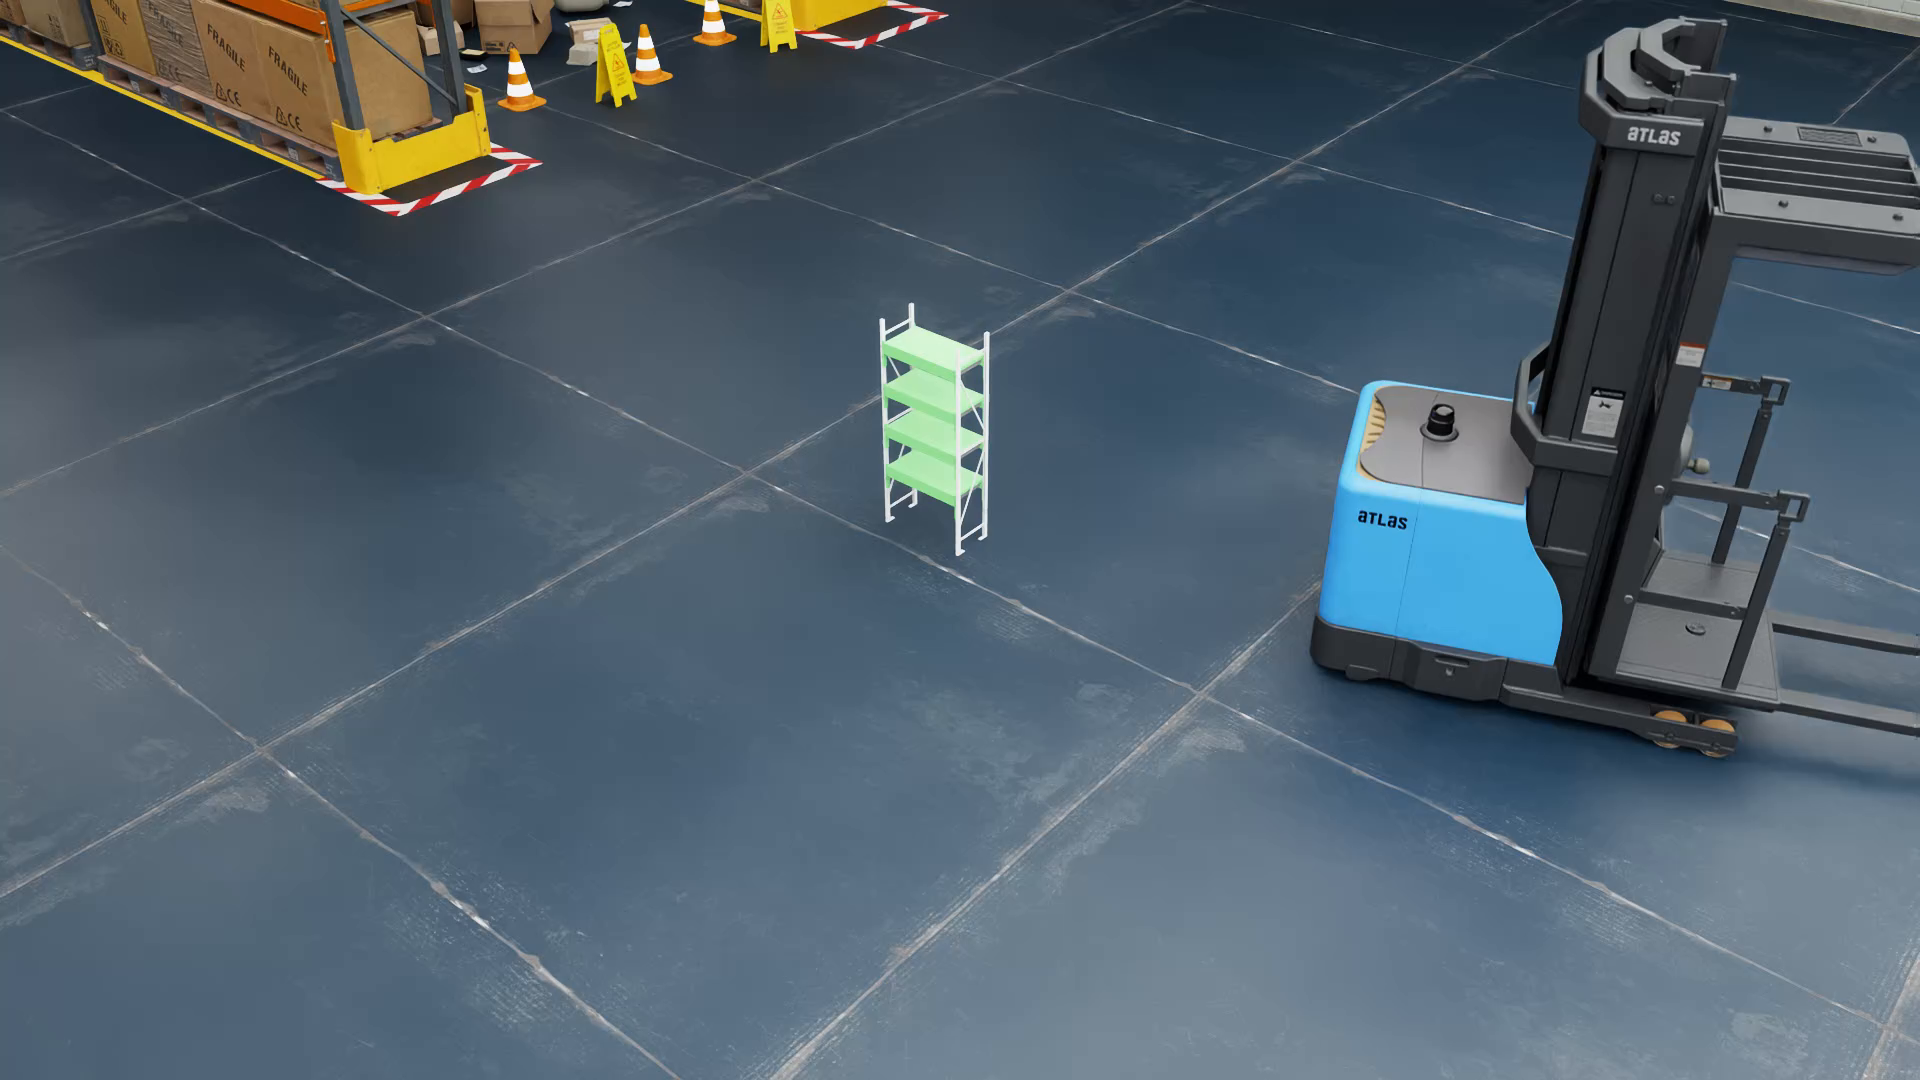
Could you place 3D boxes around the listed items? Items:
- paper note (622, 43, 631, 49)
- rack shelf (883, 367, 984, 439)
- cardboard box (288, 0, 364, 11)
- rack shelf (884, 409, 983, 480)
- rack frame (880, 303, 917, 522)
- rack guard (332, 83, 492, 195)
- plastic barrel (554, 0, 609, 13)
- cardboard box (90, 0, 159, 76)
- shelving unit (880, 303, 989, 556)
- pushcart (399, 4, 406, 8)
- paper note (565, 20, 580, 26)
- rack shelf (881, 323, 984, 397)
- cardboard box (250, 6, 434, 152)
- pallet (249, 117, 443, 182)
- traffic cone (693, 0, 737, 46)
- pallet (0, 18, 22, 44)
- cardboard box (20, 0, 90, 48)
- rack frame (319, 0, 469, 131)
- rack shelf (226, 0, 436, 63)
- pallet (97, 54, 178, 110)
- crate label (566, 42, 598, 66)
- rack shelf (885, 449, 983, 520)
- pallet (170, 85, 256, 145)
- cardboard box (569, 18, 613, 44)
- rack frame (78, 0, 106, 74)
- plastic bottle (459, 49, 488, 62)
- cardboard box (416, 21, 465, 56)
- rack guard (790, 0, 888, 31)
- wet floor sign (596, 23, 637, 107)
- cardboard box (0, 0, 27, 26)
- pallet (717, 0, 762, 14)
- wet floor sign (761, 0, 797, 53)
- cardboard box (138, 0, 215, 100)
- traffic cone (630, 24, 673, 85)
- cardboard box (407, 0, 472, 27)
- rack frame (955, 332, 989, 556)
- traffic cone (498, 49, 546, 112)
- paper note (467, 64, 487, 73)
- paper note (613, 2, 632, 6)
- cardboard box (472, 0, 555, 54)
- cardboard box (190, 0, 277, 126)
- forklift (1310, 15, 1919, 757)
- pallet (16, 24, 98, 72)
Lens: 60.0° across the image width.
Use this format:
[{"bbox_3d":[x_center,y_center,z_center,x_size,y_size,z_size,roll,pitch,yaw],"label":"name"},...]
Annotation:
[{"bbox_3d":[-3.140,-4.589,15.405,0.142,0.019,0.148,12,36,16],"label":"paper note"},{"bbox_3d":[-0.127,-0.700,8.398,0.480,0.148,0.258,25,42,32],"label":"rack shelf"},{"bbox_3d":[-4.544,-4.322,12.262,0.550,0.550,0.875,25,42,32],"label":"cardboard box"},{"bbox_3d":[-0.127,-0.502,8.534,0.480,0.148,0.258,25,42,32],"label":"rack shelf"},{"bbox_3d":[-0.315,-0.643,8.626,0.015,1.200,0.240,25,42,32],"label":"rack frame"},{"bbox_3d":[-4.211,-3.107,12.832,0.348,0.500,1.175,25,42,32],"label":"rack guard"},{"bbox_3d":[-3.696,-5.364,16.186,0.512,0.421,0.421,-6,35,-8],"label":"plastic barrel"},{"bbox_3d":[-6.865,-4.634,14.354,0.875,0.875,0.875,26,42,32],"label":"cardboard box"},{"bbox_3d":[-0.127,-0.555,8.498,0.503,1.200,0.258,25,42,32],"label":"shelving unit"},{"bbox_3d":[-5.634,-5.694,16.708,0.936,0.377,1.648,12,36,16],"label":"pushcart"},{"bbox_3d":[-3.697,-4.957,15.951,0.148,0.019,0.142,-18,38,-25],"label":"paper note"},{"bbox_3d":[-0.127,-0.898,8.262,0.480,0.148,0.258,25,42,32],"label":"rack shelf"},{"bbox_3d":[-4.793,-3.660,12.936,0.875,0.875,0.875,26,42,32],"label":"cardboard box"},{"bbox_3d":[-4.894,-3.252,13.299,1.213,0.211,1.003,25,42,32],"label":"pallet"},{"bbox_3d":[-2.296,-4.885,15.454,0.334,0.463,0.336,25,42,32],"label":"traffic cone"},{"bbox_3d":[-8.887,-5.134,16.039,1.213,0.211,1.003,25,42,32],"label":"pallet"},{"bbox_3d":[-7.838,-5.026,15.035,0.750,0.750,1.050,25,42,32],"label":"cardboard box"},{"bbox_3d":[-4.229,-4.146,12.137,0.127,3.000,1.000,25,42,32],"label":"rack frame"},{"bbox_3d":[-5.766,-4.574,13.396,4.000,0.370,1.077,25,42,32],"label":"rack shelf"},{"bbox_3d":[-6.769,-4.136,14.586,1.213,0.211,1.003,25,42,32],"label":"pallet"},{"bbox_3d":[-3.389,-4.402,15.039,0.298,0.136,0.250,6,35,8],"label":"crate label"},{"bbox_3d":[-0.127,-0.304,8.670,0.480,0.148,0.258,25,42,32],"label":"rack shelf"},{"bbox_3d":[-5.827,-3.694,13.942,1.213,0.211,1.003,25,42,32],"label":"pallet"},{"bbox_3d":[-3.439,-4.757,15.545,0.380,0.149,0.250,-12,36,-17],"label":"cardboard box"},{"bbox_3d":[-7.303,-5.595,14.247,0.127,3.000,1.000,25,42,32],"label":"rack frame"},{"bbox_3d":[-4.448,-4.409,15.116,0.283,0.061,0.133,12,36,16],"label":"plastic bottle"},{"bbox_3d":[-4.804,-4.646,15.281,0.396,0.266,0.258,-26,42,-32],"label":"cardboard box"},{"bbox_3d":[-1.198,-5.333,16.074,0.348,0.500,1.175,25,42,32],"label":"rack guard"},{"bbox_3d":[-2.940,-4.026,14.043,0.232,0.644,0.267,18,38,24],"label":"wet floor sign"},{"bbox_3d":[-8.577,-5.377,15.547,0.750,0.750,1.050,25,42,32],"label":"cardboard box"},{"bbox_3d":[-1.800,-5.524,16.607,1.213,0.211,1.003,25,42,32],"label":"pallet"},{"bbox_3d":[-1.679,-4.831,15.215,0.267,0.644,0.232,-18,38,-25],"label":"wet floor sign"},{"bbox_3d":[-6.170,-4.309,13.880,0.875,0.875,0.875,26,42,32],"label":"cardboard box"},{"bbox_3d":[-2.745,-4.279,14.572,0.334,0.463,0.336,25,42,32],"label":"traffic cone"},{"bbox_3d":[-4.834,-5.233,15.805,0.503,0.637,0.797,25,42,32],"label":"cardboard box"},{"bbox_3d":[0.060,-0.466,8.369,0.015,1.200,0.240,25,42,32],"label":"rack frame"},{"bbox_3d":[-3.729,-3.910,14.035,0.334,0.463,0.336,25,42,32],"label":"traffic cone"},{"bbox_3d":[-4.316,-4.213,14.859,0.144,0.017,0.142,-18,38,-25],"label":"paper note"},{"bbox_3d":[-3.334,-5.311,16.456,0.148,0.019,0.142,12,36,16],"label":"paper note"},{"bbox_3d":[-4.110,-4.842,15.356,0.637,0.503,0.797,0,34,0],"label":"cardboard box"},{"bbox_3d":[-5.470,-3.978,13.398,0.875,0.875,0.875,25,41,31],"label":"cardboard box"},{"bbox_3d":[3.224,-0.588,7.017,3.031,2.935,1.130,10,36,15],"label":"forklift"},{"bbox_3d":[-7.945,-4.692,15.396,1.213,0.211,1.003,25,42,32],"label":"pallet"}]
